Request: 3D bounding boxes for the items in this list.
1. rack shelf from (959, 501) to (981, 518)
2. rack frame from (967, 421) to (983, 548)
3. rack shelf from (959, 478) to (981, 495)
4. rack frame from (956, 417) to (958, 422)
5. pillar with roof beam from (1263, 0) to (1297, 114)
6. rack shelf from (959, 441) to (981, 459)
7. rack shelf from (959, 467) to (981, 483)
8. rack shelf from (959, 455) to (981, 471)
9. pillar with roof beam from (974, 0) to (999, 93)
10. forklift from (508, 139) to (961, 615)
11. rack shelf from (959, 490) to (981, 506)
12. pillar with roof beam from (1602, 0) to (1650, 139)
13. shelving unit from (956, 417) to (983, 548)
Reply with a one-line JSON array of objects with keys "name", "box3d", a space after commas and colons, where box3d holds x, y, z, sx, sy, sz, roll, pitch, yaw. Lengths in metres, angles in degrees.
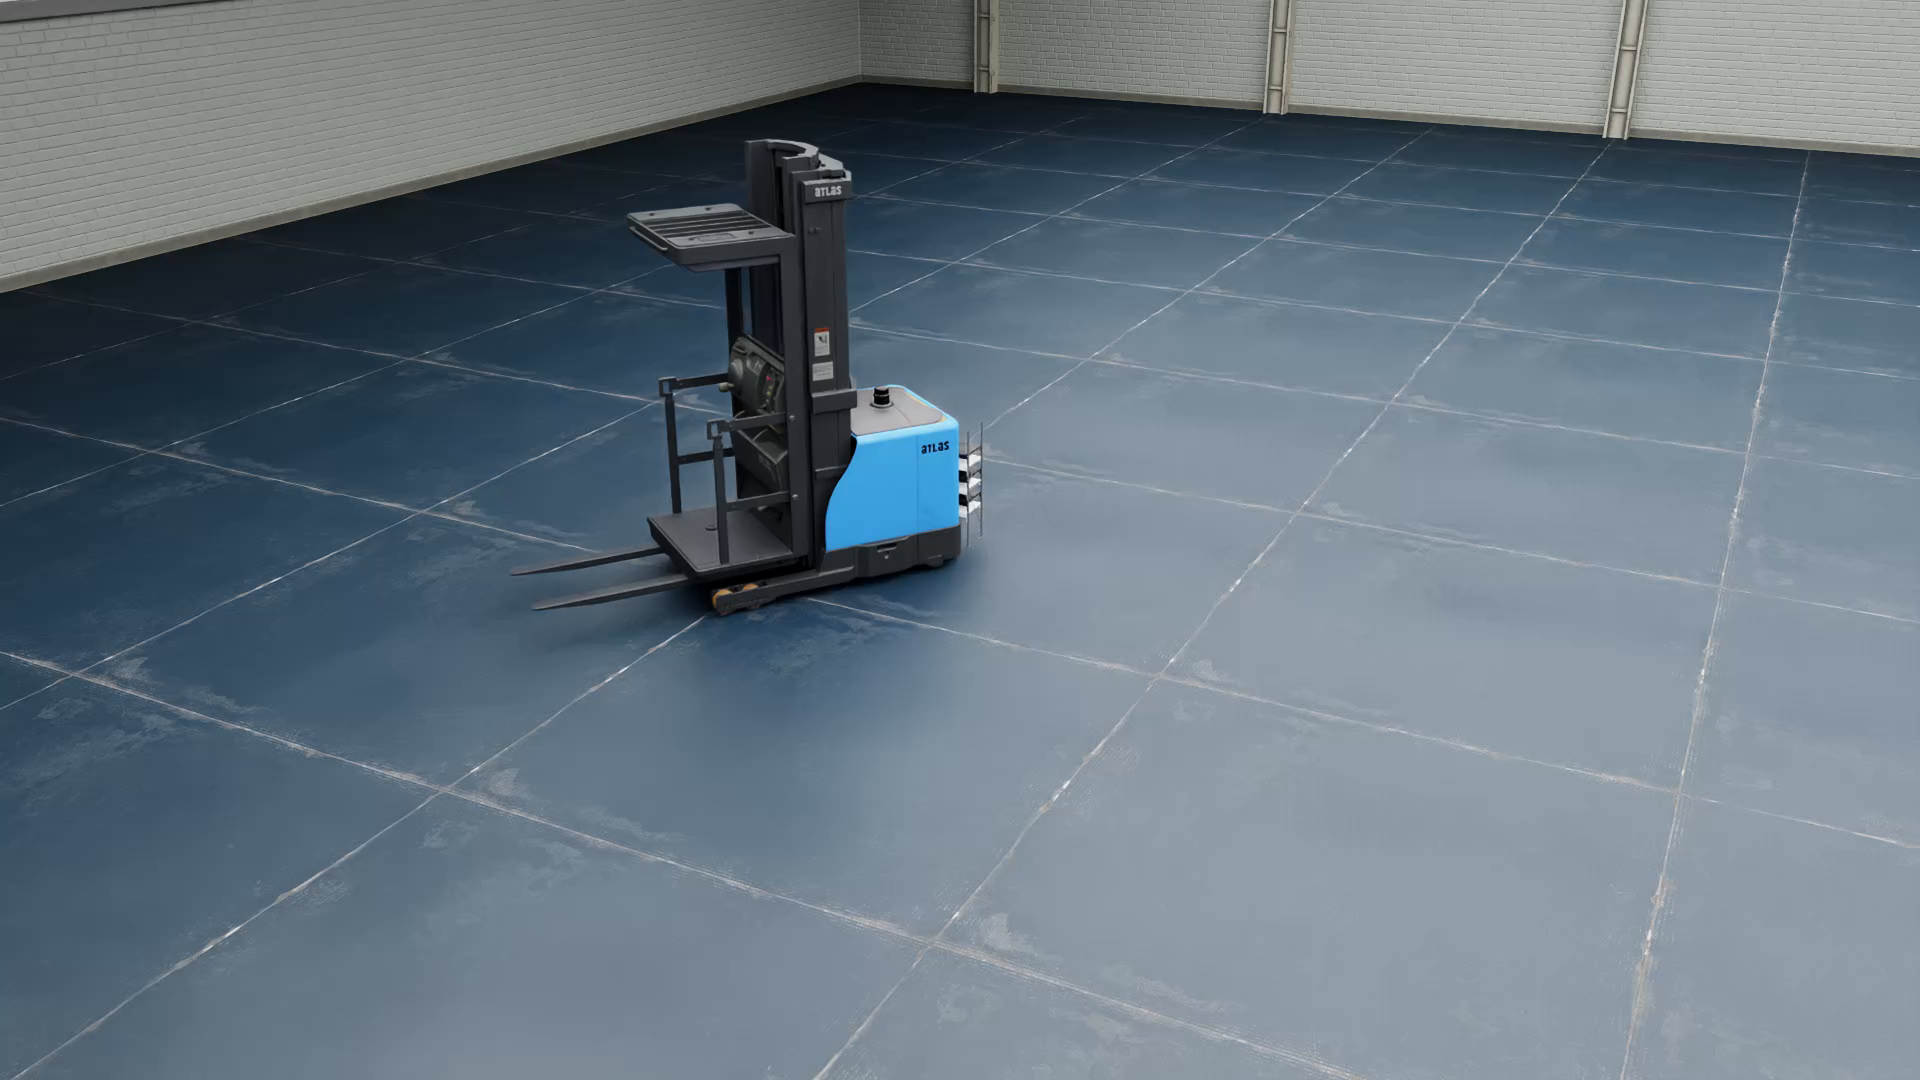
[{"name": "rack shelf", "box3d": [0.018, -0.219, 12.159, 0.200, 0.077, 0.258, 11, 25, 25]}, {"name": "rack frame", "box3d": [0.109, -0.397, 12.033, 0.006, 0.900, 0.240, 11, 25, 25]}, {"name": "rack shelf", "box3d": [0.018, -0.384, 12.089, 0.200, 0.077, 0.258, 11, 25, 25]}, {"name": "rack frame", "box3d": [-0.073, -0.433, 12.118, 0.006, 0.900, 0.240, 11, 25, 25]}, {"name": "pillar with roof beam", "box3d": [3.934, -10.599, 25.674, 0.400, 9.000, 9.100, 11, 25, 25]}, {"name": "rack shelf", "box3d": [0.018, -0.633, 11.983, 0.200, 0.077, 0.258, 11, 25, 25]}, {"name": "rack shelf", "box3d": [0.018, -0.467, 12.053, 0.200, 0.077, 0.258, 11, 25, 25]}, {"name": "rack shelf", "box3d": [0.018, -0.550, 12.018, 0.200, 0.077, 0.258, 11, 25, 25]}, {"name": "pillar with roof beam", "box3d": [-1.421, -11.658, 28.165, 0.400, 9.000, 9.100, 11, 25, 25]}, {"name": "forklift", "box3d": [-1.543, -1.086, 11.059, 3.031, 2.935, 1.130, -11, 26, -25]}, {"name": "rack shelf", "box3d": [0.018, -0.301, 12.124, 0.200, 0.077, 0.258, 11, 25, 25]}, {"name": "pillar with roof beam", "box3d": [9.288, -9.540, 23.183, 0.400, 9.000, 9.100, 11, 25, 25]}, {"name": "shelving unit", "box3d": [0.018, -0.415, 12.076, 0.210, 0.900, 0.258, 11, 25, 25]}]
